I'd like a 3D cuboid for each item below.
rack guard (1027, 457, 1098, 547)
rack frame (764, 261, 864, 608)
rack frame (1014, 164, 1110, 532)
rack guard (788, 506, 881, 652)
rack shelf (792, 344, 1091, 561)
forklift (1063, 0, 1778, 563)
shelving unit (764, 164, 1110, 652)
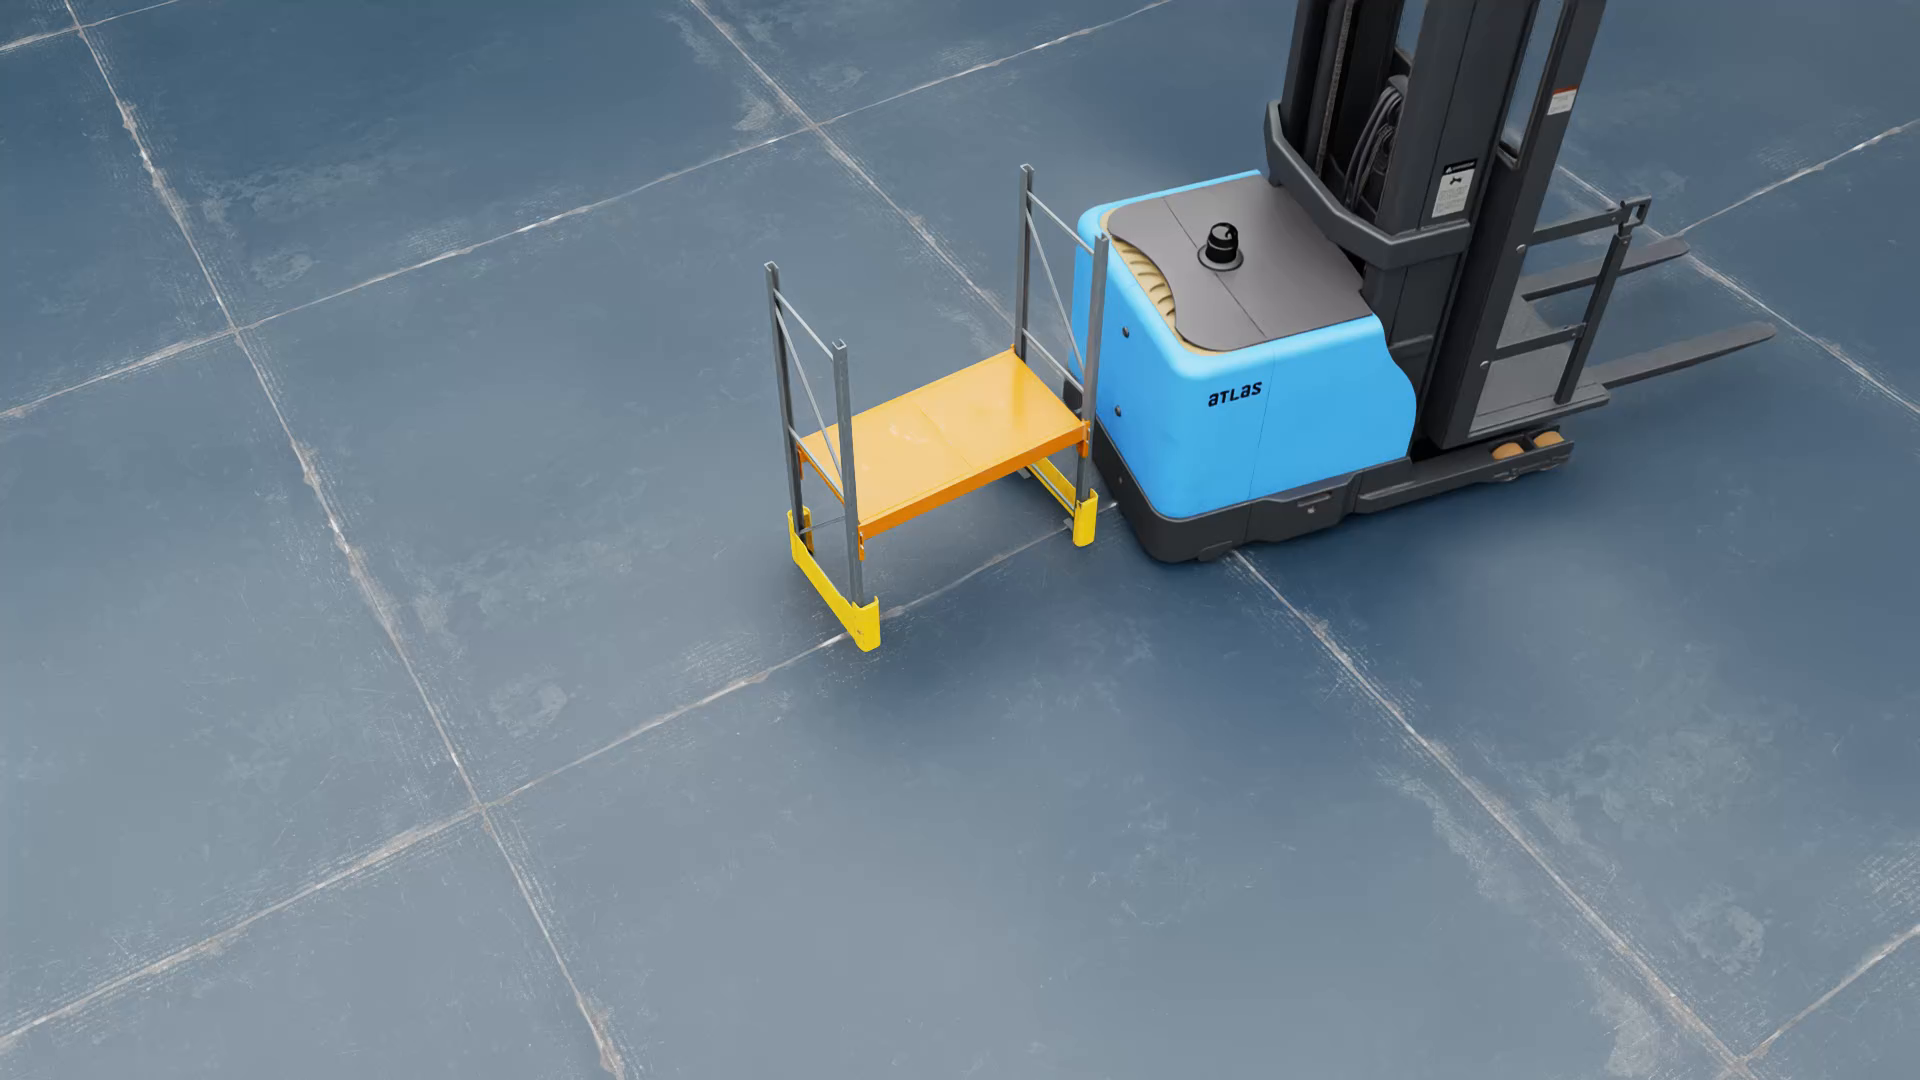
[{"bbox_3d":[0.357,-0.251,6.752,0.087,0.250,0.587,-25,53,-21],"label":"rack guard"},{"bbox_3d":[-0.502,-0.262,5.925,0.032,1.500,0.500,-25,53,-21],"label":"rack frame"},{"bbox_3d":[0.358,-0.667,6.285,0.032,1.500,0.500,-25,53,-21],"label":"rack frame"},{"bbox_3d":[-0.486,0.146,6.398,0.087,0.250,0.587,-25,53,-21],"label":"rack guard"},{"bbox_3d":[-0.072,-0.345,6.239,1.000,0.185,0.538,-25,53,-21],"label":"rack shelf"},{"bbox_3d":[2.010,-1.573,6.134,3.031,2.935,1.130,-15,50,-13],"label":"forklift"},{"bbox_3d":[-0.064,-0.468,6.108,1.083,1.500,0.587,-25,53,-21],"label":"shelving unit"}]
